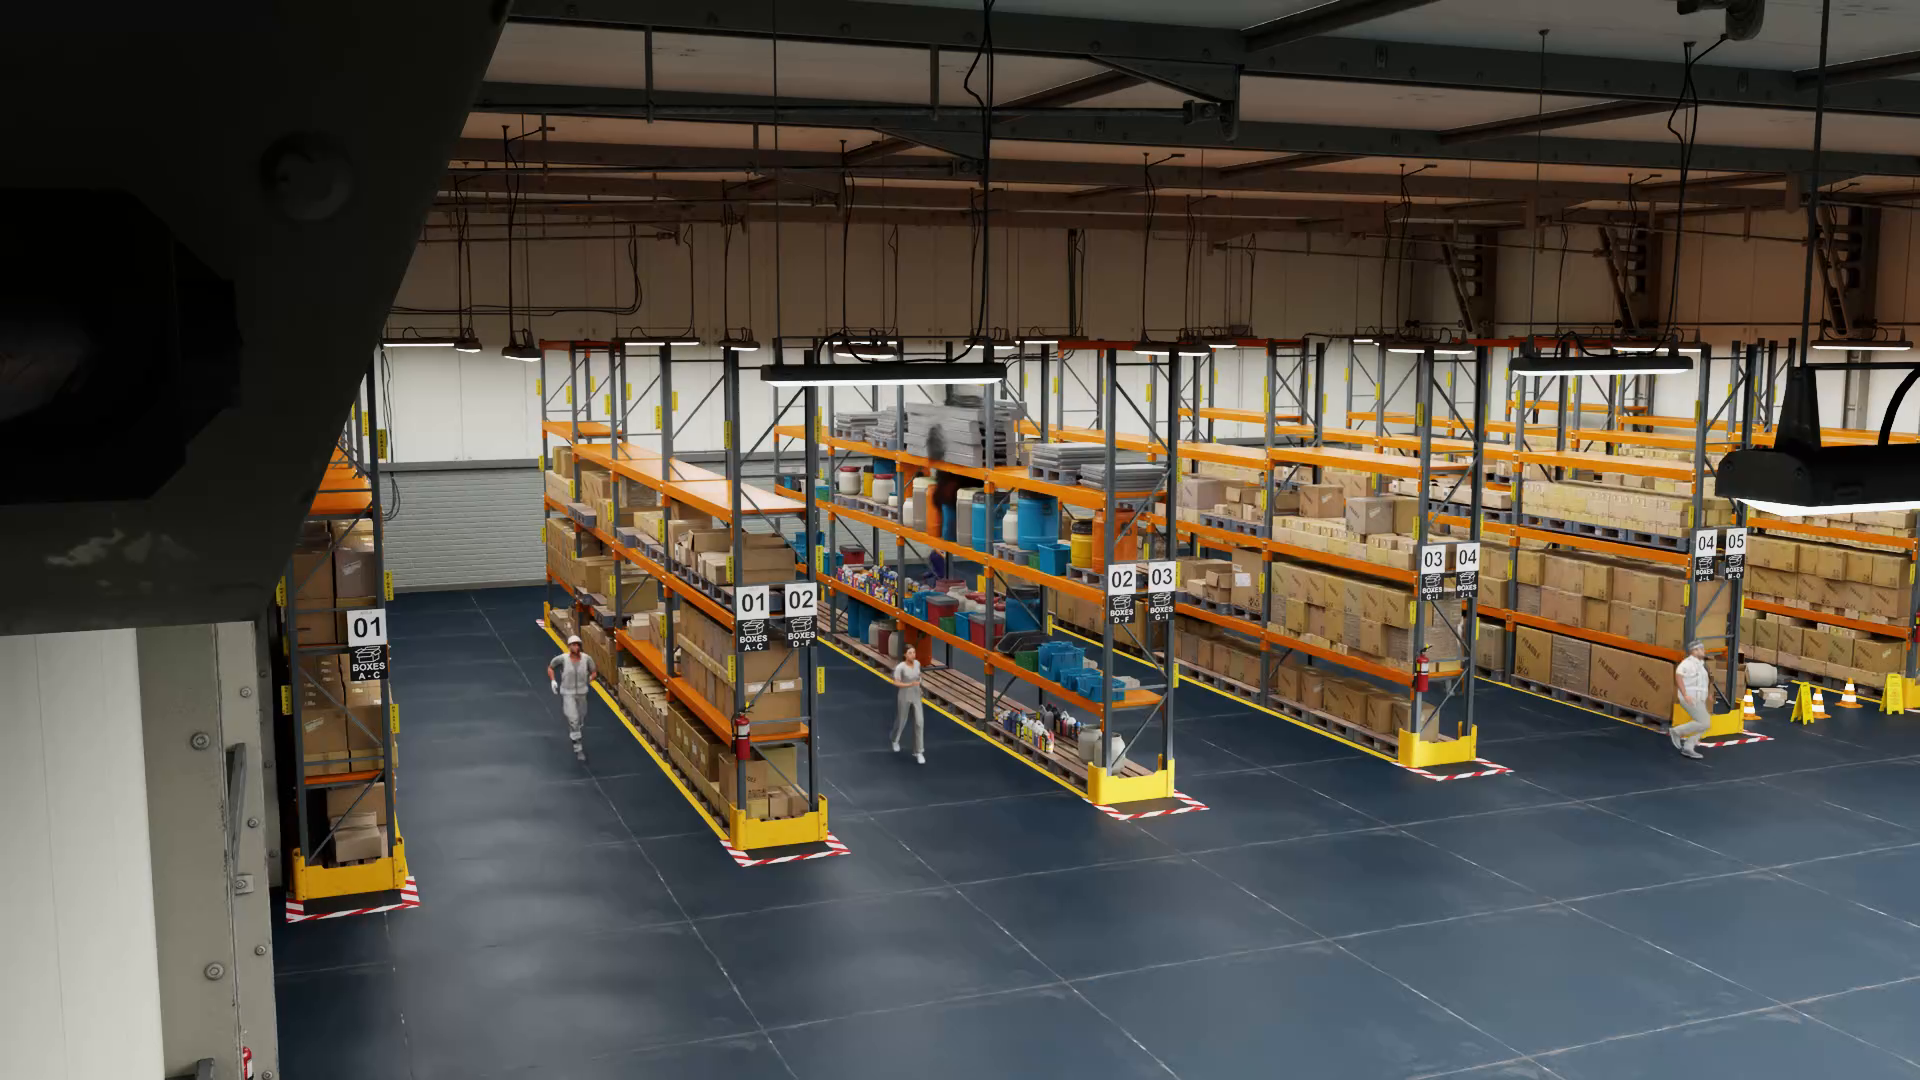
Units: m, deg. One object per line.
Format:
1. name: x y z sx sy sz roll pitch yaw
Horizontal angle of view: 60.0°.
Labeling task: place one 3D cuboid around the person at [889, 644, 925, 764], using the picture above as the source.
1. person: -0.757 2.337 24.201 0.550 1.683 0.940 -4 8 -28

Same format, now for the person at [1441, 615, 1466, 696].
1. person: 8.410 1.804 28.613 0.587 1.686 0.626 -2 8 -12

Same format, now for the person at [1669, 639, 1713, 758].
1. person: 10.818 2.311 24.479 0.551 1.708 0.699 6 9 38

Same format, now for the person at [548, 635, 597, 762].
1. person: -5.670 2.272 24.400 0.676 1.799 0.998 -4 8 -28

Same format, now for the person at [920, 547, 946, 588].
1. person: -0.634 0.426 39.403 0.619 1.632 0.617 0 7 -2
